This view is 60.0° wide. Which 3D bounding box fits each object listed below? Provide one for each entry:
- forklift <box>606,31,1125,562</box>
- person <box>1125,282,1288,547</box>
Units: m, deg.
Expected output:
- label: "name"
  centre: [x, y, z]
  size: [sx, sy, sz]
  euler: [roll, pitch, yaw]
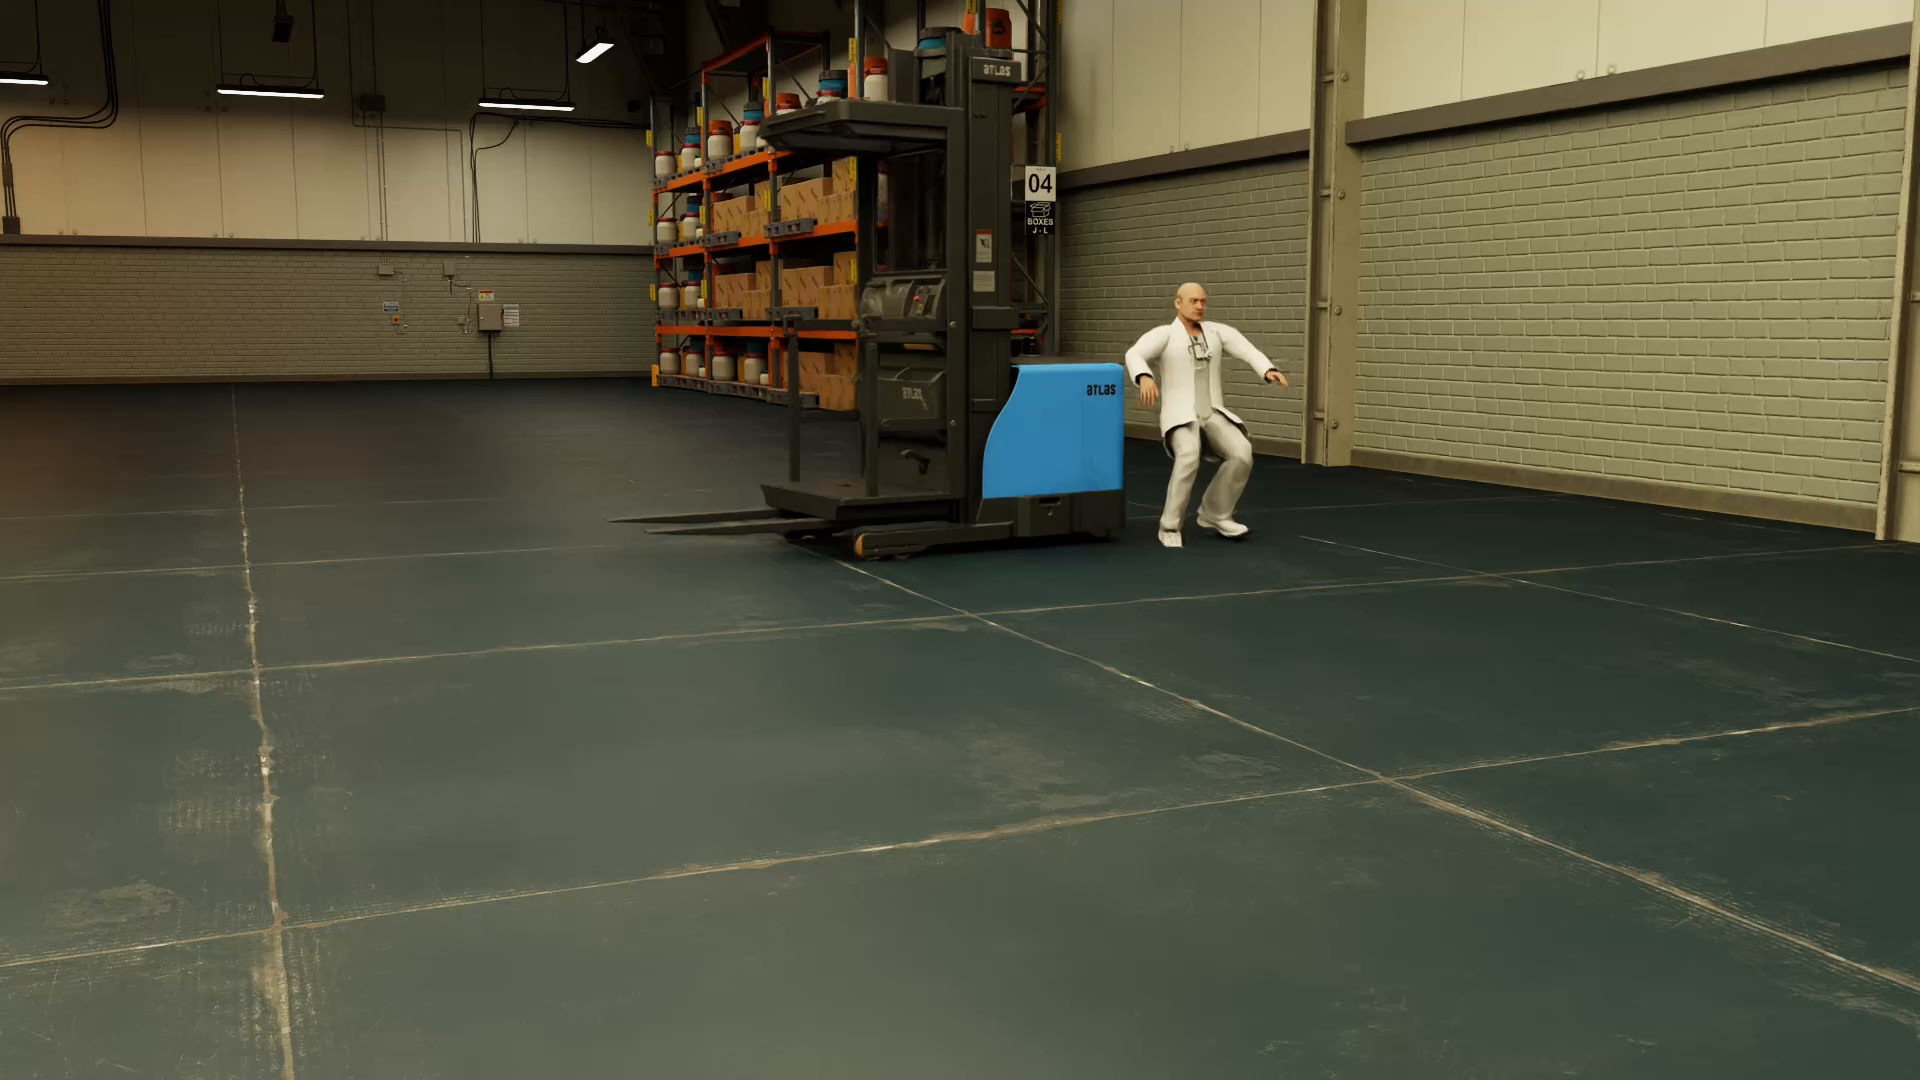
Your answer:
- label: "forklift"
  centre: [-0.518, -1.410, 9.638]
  size: [3.031, 2.935, 1.130]
  euler: [-5, 9, -31]
- label: "person"
  centre: [1.460, -0.752, 10.144]
  size: [0.990, 1.633, 0.730]
  euler: [-3, 8, -22]
